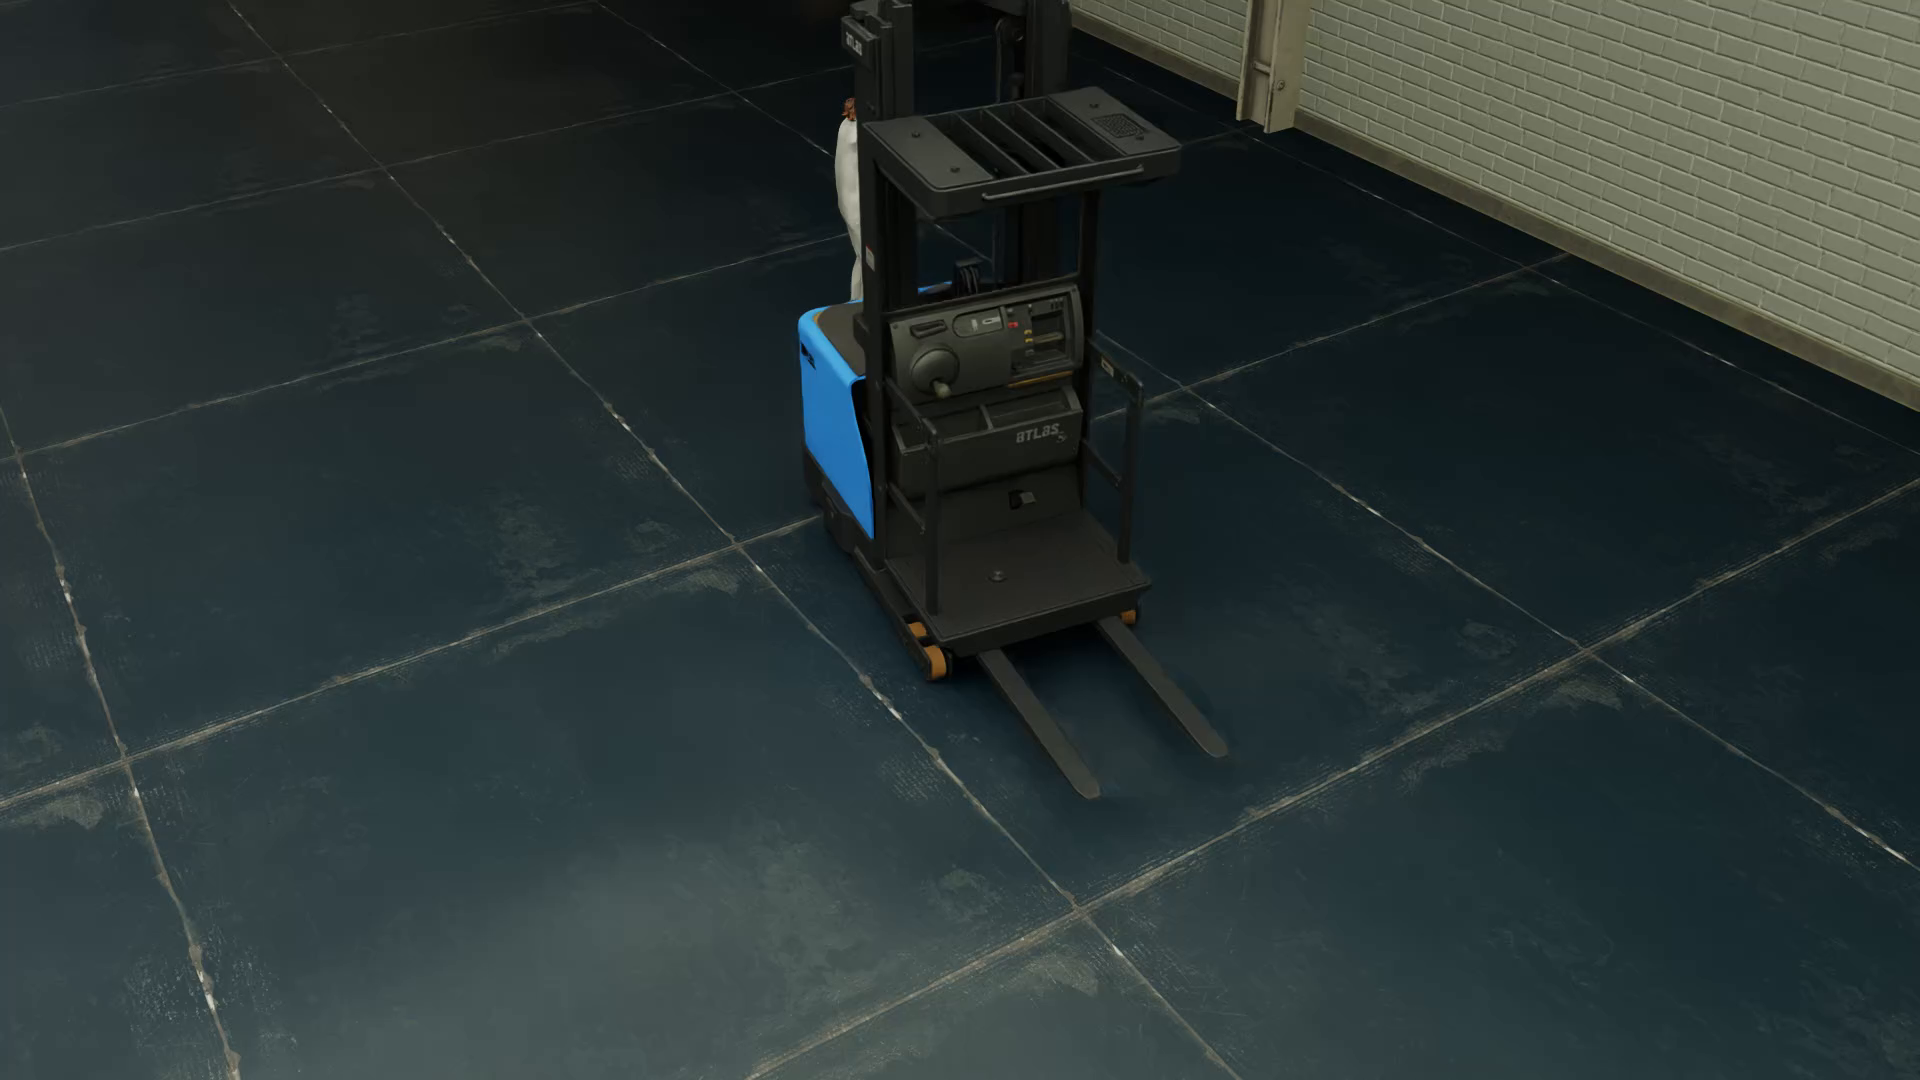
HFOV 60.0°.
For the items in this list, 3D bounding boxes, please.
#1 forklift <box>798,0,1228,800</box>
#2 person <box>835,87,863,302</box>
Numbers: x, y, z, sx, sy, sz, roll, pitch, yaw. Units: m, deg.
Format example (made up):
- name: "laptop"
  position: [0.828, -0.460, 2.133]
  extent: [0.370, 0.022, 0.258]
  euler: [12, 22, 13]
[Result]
- name: "forklift"
  position: [0.217, -0.828, 7.326]
  extent: [1.130, 2.935, 3.031]
  euler: [-14, 38, -19]
- name: "person"
  position: [-0.556, -1.989, 10.075]
  extent: [0.362, 1.671, 0.496]
  euler: [-10, 36, -14]
